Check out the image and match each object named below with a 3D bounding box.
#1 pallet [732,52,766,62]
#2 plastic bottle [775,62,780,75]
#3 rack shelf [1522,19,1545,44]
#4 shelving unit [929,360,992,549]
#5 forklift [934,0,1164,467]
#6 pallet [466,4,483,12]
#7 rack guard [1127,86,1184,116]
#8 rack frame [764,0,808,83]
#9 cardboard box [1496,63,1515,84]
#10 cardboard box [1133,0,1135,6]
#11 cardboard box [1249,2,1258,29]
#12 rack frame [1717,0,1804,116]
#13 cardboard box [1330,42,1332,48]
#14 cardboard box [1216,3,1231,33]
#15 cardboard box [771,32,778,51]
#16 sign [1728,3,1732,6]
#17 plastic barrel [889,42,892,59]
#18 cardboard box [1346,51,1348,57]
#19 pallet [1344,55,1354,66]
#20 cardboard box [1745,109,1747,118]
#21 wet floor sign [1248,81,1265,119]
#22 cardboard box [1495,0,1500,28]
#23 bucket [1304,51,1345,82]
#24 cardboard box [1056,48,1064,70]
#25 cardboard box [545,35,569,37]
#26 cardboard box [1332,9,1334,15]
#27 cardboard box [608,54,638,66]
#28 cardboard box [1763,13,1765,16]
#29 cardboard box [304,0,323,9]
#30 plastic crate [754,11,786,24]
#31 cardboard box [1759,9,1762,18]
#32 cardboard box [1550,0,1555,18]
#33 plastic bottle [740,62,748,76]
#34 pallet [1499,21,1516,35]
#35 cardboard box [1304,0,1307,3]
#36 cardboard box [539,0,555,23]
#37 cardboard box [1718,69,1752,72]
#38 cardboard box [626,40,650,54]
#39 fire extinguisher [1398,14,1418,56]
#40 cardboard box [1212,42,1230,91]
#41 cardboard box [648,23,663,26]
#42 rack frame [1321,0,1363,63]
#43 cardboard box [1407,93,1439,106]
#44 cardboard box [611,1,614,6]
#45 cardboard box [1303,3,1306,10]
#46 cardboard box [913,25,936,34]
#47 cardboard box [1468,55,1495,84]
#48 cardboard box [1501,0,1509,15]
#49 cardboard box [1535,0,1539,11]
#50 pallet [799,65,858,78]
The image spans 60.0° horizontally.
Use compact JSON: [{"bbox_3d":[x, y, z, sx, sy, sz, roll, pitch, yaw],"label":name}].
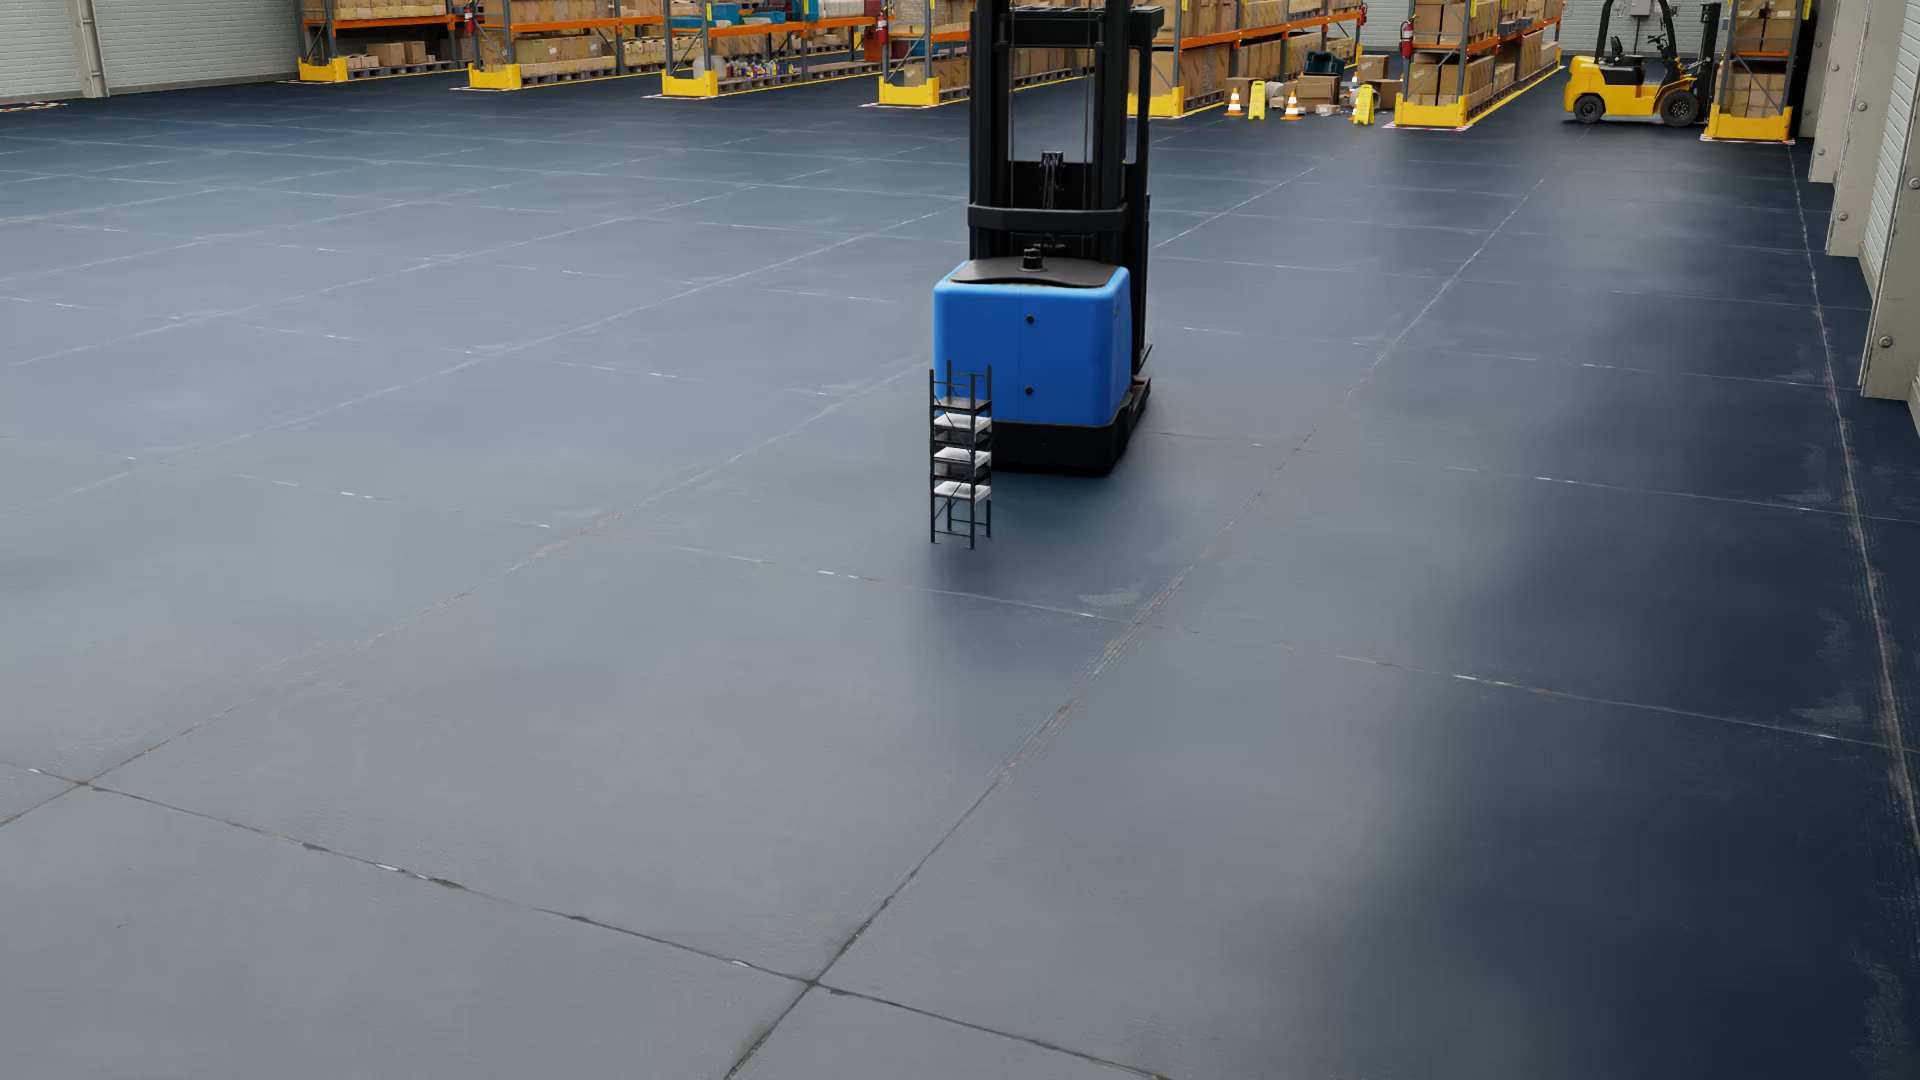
[{"bbox_3d":[-5.941,-12.959,44.592,1.003,0.211,1.213,9,21,23],"label":"pallet"},{"bbox_3d":[-4.011,-10.351,36.496,0.061,0.283,0.133,10,22,26],"label":"plastic bottle"},{"bbox_3d":[12.114,-11.230,36.644,1.077,0.370,4.000,9,21,23],"label":"rack shelf"},{"bbox_3d":[0.003,-0.426,8.325,0.258,0.900,0.210,9,21,23],"label":"shelving unit"},{"bbox_3d":[0.653,-2.249,10.419,1.130,2.935,3.031,4,20,12],"label":"forklift"},{"bbox_3d":[-12.077,-13.655,42.676,1.003,0.211,1.213,9,21,23],"label":"pallet"},{"bbox_3d":[3.452,-7.975,30.149,1.175,0.500,0.348,9,21,23],"label":"rack guard"},{"bbox_3d":[-3.903,-11.774,37.100,1.000,3.000,0.127,9,21,23],"label":"rack frame"},{"bbox_3d":[11.054,-9.746,34.692,0.950,0.372,0.625,7,21,19],"label":"cardboard box"},{"bbox_3d":[4.323,-13.718,42.344,0.500,0.250,0.500,8,21,22],"label":"cardboard box"},{"bbox_3d":[5.766,-10.709,33.954,0.500,0.500,0.500,9,21,23],"label":"cardboard box"},{"bbox_3d":[12.549,-7.832,26.016,1.000,3.000,0.127,9,21,23],"label":"rack frame"},{"bbox_3d":[9.017,-12.284,41.272,0.380,0.149,0.250,8,21,21],"label":"cardboard box"},{"bbox_3d":[4.755,-10.168,32.360,0.875,0.550,0.550,9,21,23],"label":"cardboard box"},{"bbox_3d":[-5.295,-13.590,45.280,0.500,0.500,0.500,9,21,23],"label":"cardboard box"},{"bbox_3d":[13.688,-9.635,29.474,0.100,0.325,0.005,9,21,23],"label":"sign"},{"bbox_3d":[-1.930,-12.360,41.832,0.421,0.512,0.421,0,20,0],"label":"plastic barrel"},{"bbox_3d":[9.788,-12.555,42.924,0.380,0.149,0.250,8,21,22],"label":"cardboard box"},{"bbox_3d":[9.617,-12.471,43.221,1.003,0.211,1.213,9,21,23],"label":"pallet"},{"bbox_3d":[12.665,-7.072,27.356,0.500,0.250,0.500,9,21,23],"label":"cardboard box"},{"bbox_3d":[5.256,-7.771,29.356,0.267,0.644,0.232,5,20,13],"label":"wet floor sign"},{"bbox_3d":[9.702,-9.752,30.821,0.500,0.500,0.500,8,21,21],"label":"cardboard box"},{"bbox_3d":[7.147,-9.199,32.476,0.726,0.611,0.620,18,16,41],"label":"bucket"},{"bbox_3d":[1.998,-11.140,38.389,0.700,0.500,0.500,7,21,20],"label":"cardboard box"},{"bbox_3d":[-9.305,-11.306,38.142,0.500,0.500,0.500,9,21,23],"label":"cardboard box"},{"bbox_3d":[9.006,-13.012,40.956,0.380,0.149,0.250,8,21,20],"label":"cardboard box"},{"bbox_3d":[-8.029,-11.447,39.656,0.500,0.250,0.500,8,21,21],"label":"cardboard box"},{"bbox_3d":[13.362,-8.686,28.267,0.500,0.500,0.500,8,21,22],"label":"cardboard box"},{"bbox_3d":[-14.580,-12.376,37.868,0.500,0.500,0.500,8,21,22],"label":"cardboard box"},{"bbox_3d":[-4.108,-11.329,36.069,0.499,0.251,0.616,9,21,23],"label":"plastic crate"},{"bbox_3d":[12.675,-8.483,26.727,0.380,0.149,0.250,9,21,24],"label":"cardboard box"},{"bbox_3d":[13.783,-12.640,39.384,0.500,0.500,0.500,9,21,23],"label":"cardboard box"},{"bbox_3d":[-4.718,-10.308,36.386,0.152,0.276,0.135,9,21,23],"label":"plastic bottle"},{"bbox_3d":[10.102,-9.858,31.999,1.003,0.211,1.213,9,21,23],"label":"pallet"},{"bbox_3d":[7.751,-12.423,38.228,0.380,0.149,0.250,9,22,25],"label":"cardboard box"},{"bbox_3d":[-9.436,-11.733,36.834,0.700,0.500,0.500,9,21,23],"label":"cardboard box"},{"bbox_3d":[12.656,-7.546,27.196,0.500,0.250,0.500,9,21,24],"label":"cardboard box"},{"bbox_3d":[-7.814,-11.866,39.998,0.500,0.311,0.500,8,21,22],"label":"cardboard box"},{"bbox_3d":[7.551,-8.504,28.020,0.296,0.674,0.183,9,21,23],"label":"fire extinguisher"},{"bbox_3d":[4.778,-9.397,32.961,0.875,0.875,0.875,9,21,24],"label":"cardboard box"},{"bbox_3d":[-8.959,-15.199,48.866,0.380,0.149,0.250,9,22,25],"label":"cardboard box"},{"bbox_3d":[10.013,-14.052,43.504,1.000,3.000,0.127,9,21,23],"label":"rack frame"},{"bbox_3d":[8.114,-7.706,29.137,0.500,0.250,0.500,8,21,22],"label":"cardboard box"},{"bbox_3d":[-9.829,-15.086,46.757,0.380,0.149,0.250,9,21,23],"label":"cardboard box"},{"bbox_3d":[7.754,-12.280,38.269,0.380,0.149,0.250,8,21,21],"label":"cardboard box"},{"bbox_3d":[-0.688,-9.808,31.946,0.380,0.149,0.250,9,21,23],"label":"cardboard box"},{"bbox_3d":[9.659,-8.773,31.018,0.500,0.500,0.500,8,21,22],"label":"cardboard box"},{"bbox_3d":[10.110,-10.224,31.521,0.500,0.500,0.500,9,22,24],"label":"cardboard box"},{"bbox_3d":[12.375,-11.705,36.384,0.500,0.250,0.500,9,21,24],"label":"cardboard box"},{"bbox_3d":[-3.119,-11.080,39.310,1.003,0.211,1.213,9,21,23],"label":"pallet"}]
